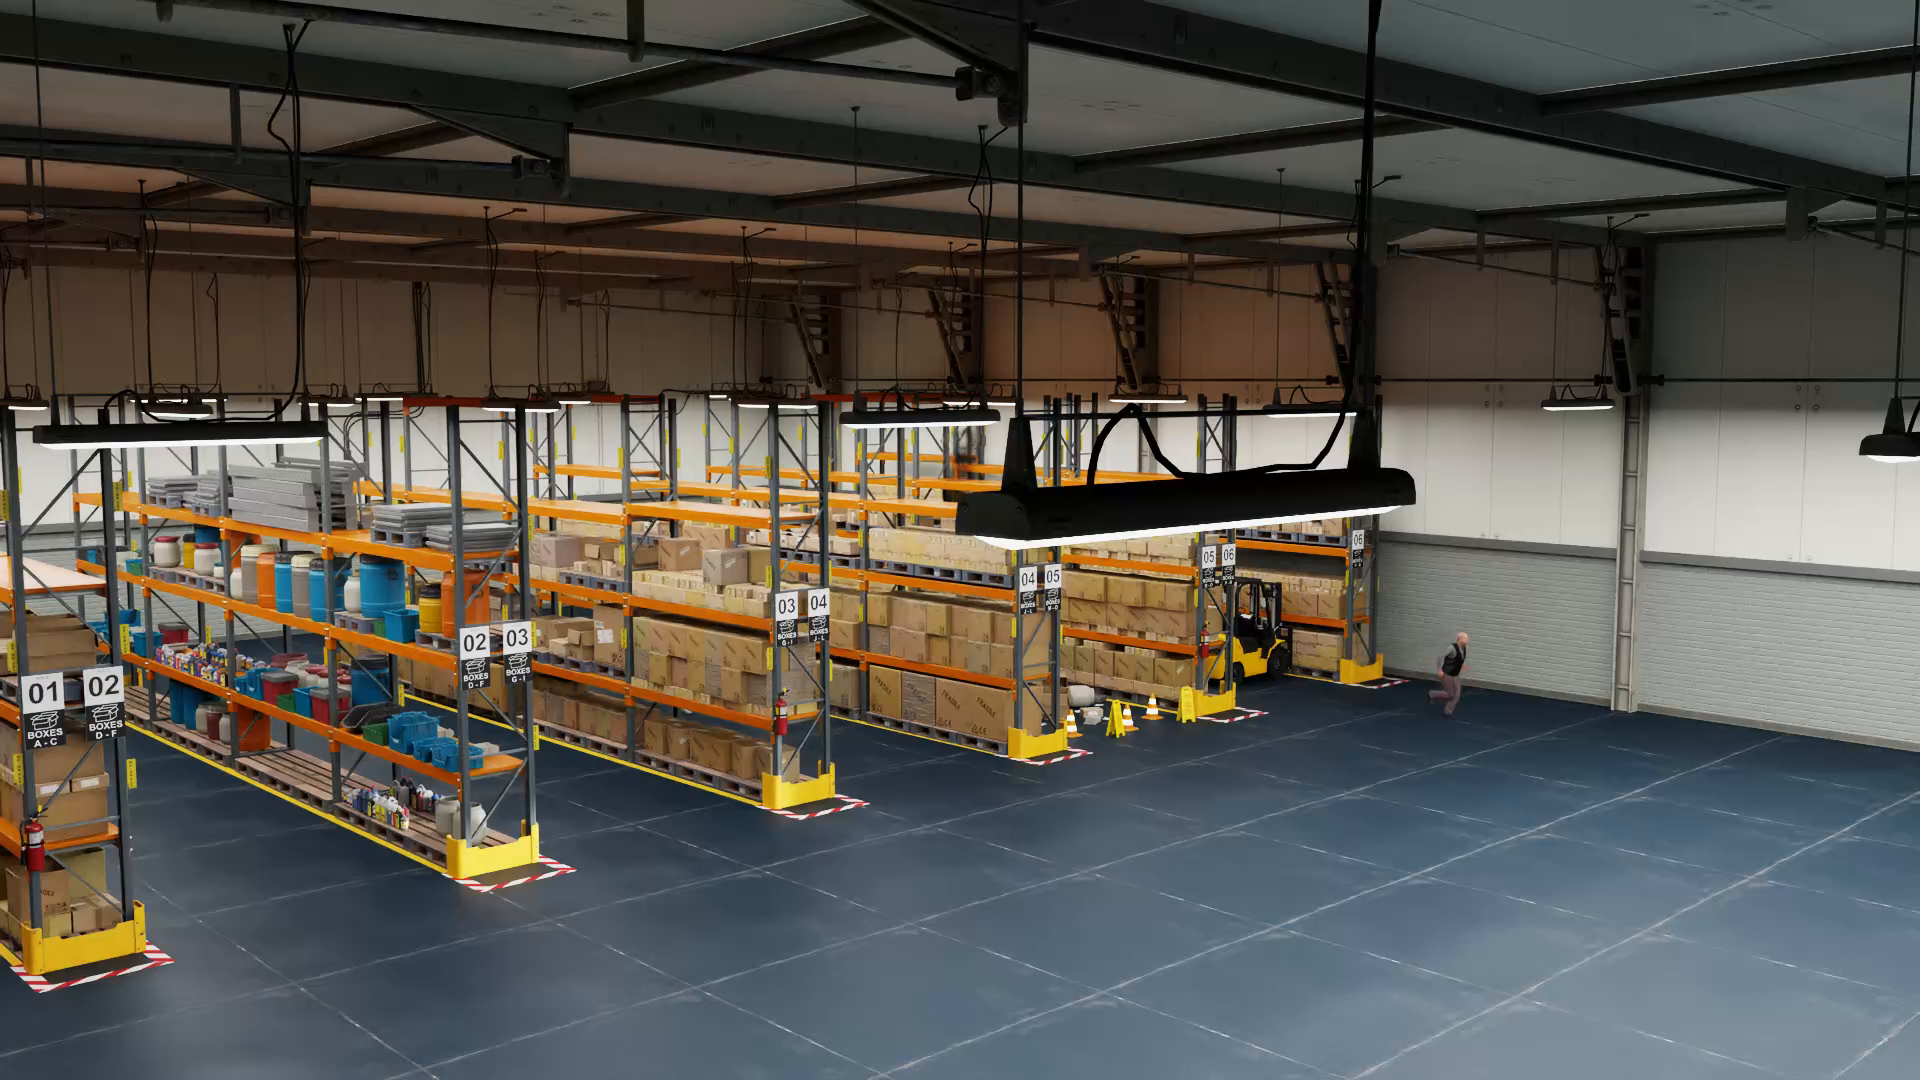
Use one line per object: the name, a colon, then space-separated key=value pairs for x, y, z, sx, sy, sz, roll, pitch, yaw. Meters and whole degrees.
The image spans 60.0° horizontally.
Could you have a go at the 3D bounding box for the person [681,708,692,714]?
person: x=-5.312 y=2.471 z=31.668 sx=0.581 sy=1.633 sz=0.599 roll=-5 pitch=8 yaw=-44

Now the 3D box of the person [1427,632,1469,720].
person: x=9.130 y=2.525 z=31.113 sx=0.777 sy=1.660 sz=0.654 roll=5 pitch=7 yaw=40
